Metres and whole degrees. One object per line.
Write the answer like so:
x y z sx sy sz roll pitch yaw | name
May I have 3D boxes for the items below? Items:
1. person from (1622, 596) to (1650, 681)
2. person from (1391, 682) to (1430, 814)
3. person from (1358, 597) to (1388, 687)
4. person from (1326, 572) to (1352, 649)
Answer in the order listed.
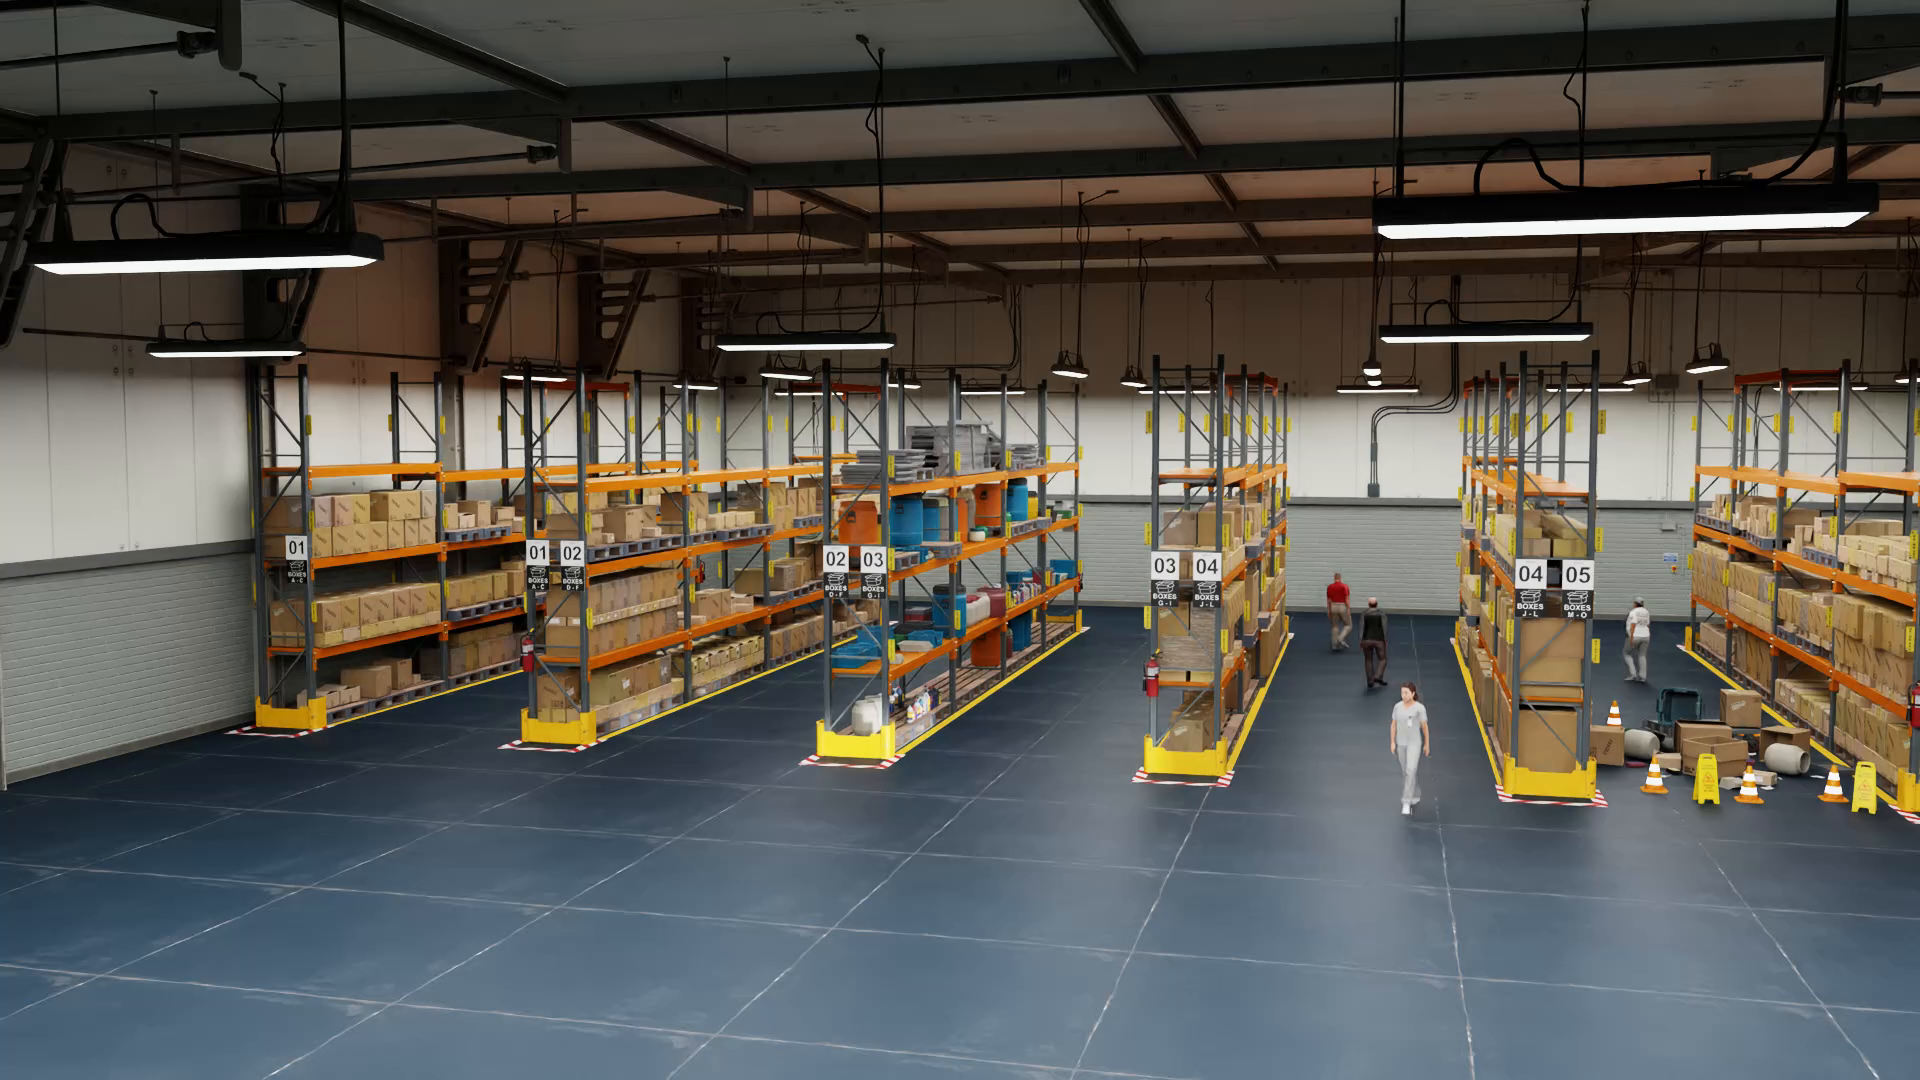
13.244 1.949 32.458 0.514 1.679 0.483 -1 4 -11 | person
5.814 2.667 21.632 0.504 1.638 0.871 4 5 44 | person
7.899 1.959 31.775 0.573 1.721 0.535 1 4 18 | person
8.427 1.583 37.048 0.565 1.722 0.474 2 5 32 | person
